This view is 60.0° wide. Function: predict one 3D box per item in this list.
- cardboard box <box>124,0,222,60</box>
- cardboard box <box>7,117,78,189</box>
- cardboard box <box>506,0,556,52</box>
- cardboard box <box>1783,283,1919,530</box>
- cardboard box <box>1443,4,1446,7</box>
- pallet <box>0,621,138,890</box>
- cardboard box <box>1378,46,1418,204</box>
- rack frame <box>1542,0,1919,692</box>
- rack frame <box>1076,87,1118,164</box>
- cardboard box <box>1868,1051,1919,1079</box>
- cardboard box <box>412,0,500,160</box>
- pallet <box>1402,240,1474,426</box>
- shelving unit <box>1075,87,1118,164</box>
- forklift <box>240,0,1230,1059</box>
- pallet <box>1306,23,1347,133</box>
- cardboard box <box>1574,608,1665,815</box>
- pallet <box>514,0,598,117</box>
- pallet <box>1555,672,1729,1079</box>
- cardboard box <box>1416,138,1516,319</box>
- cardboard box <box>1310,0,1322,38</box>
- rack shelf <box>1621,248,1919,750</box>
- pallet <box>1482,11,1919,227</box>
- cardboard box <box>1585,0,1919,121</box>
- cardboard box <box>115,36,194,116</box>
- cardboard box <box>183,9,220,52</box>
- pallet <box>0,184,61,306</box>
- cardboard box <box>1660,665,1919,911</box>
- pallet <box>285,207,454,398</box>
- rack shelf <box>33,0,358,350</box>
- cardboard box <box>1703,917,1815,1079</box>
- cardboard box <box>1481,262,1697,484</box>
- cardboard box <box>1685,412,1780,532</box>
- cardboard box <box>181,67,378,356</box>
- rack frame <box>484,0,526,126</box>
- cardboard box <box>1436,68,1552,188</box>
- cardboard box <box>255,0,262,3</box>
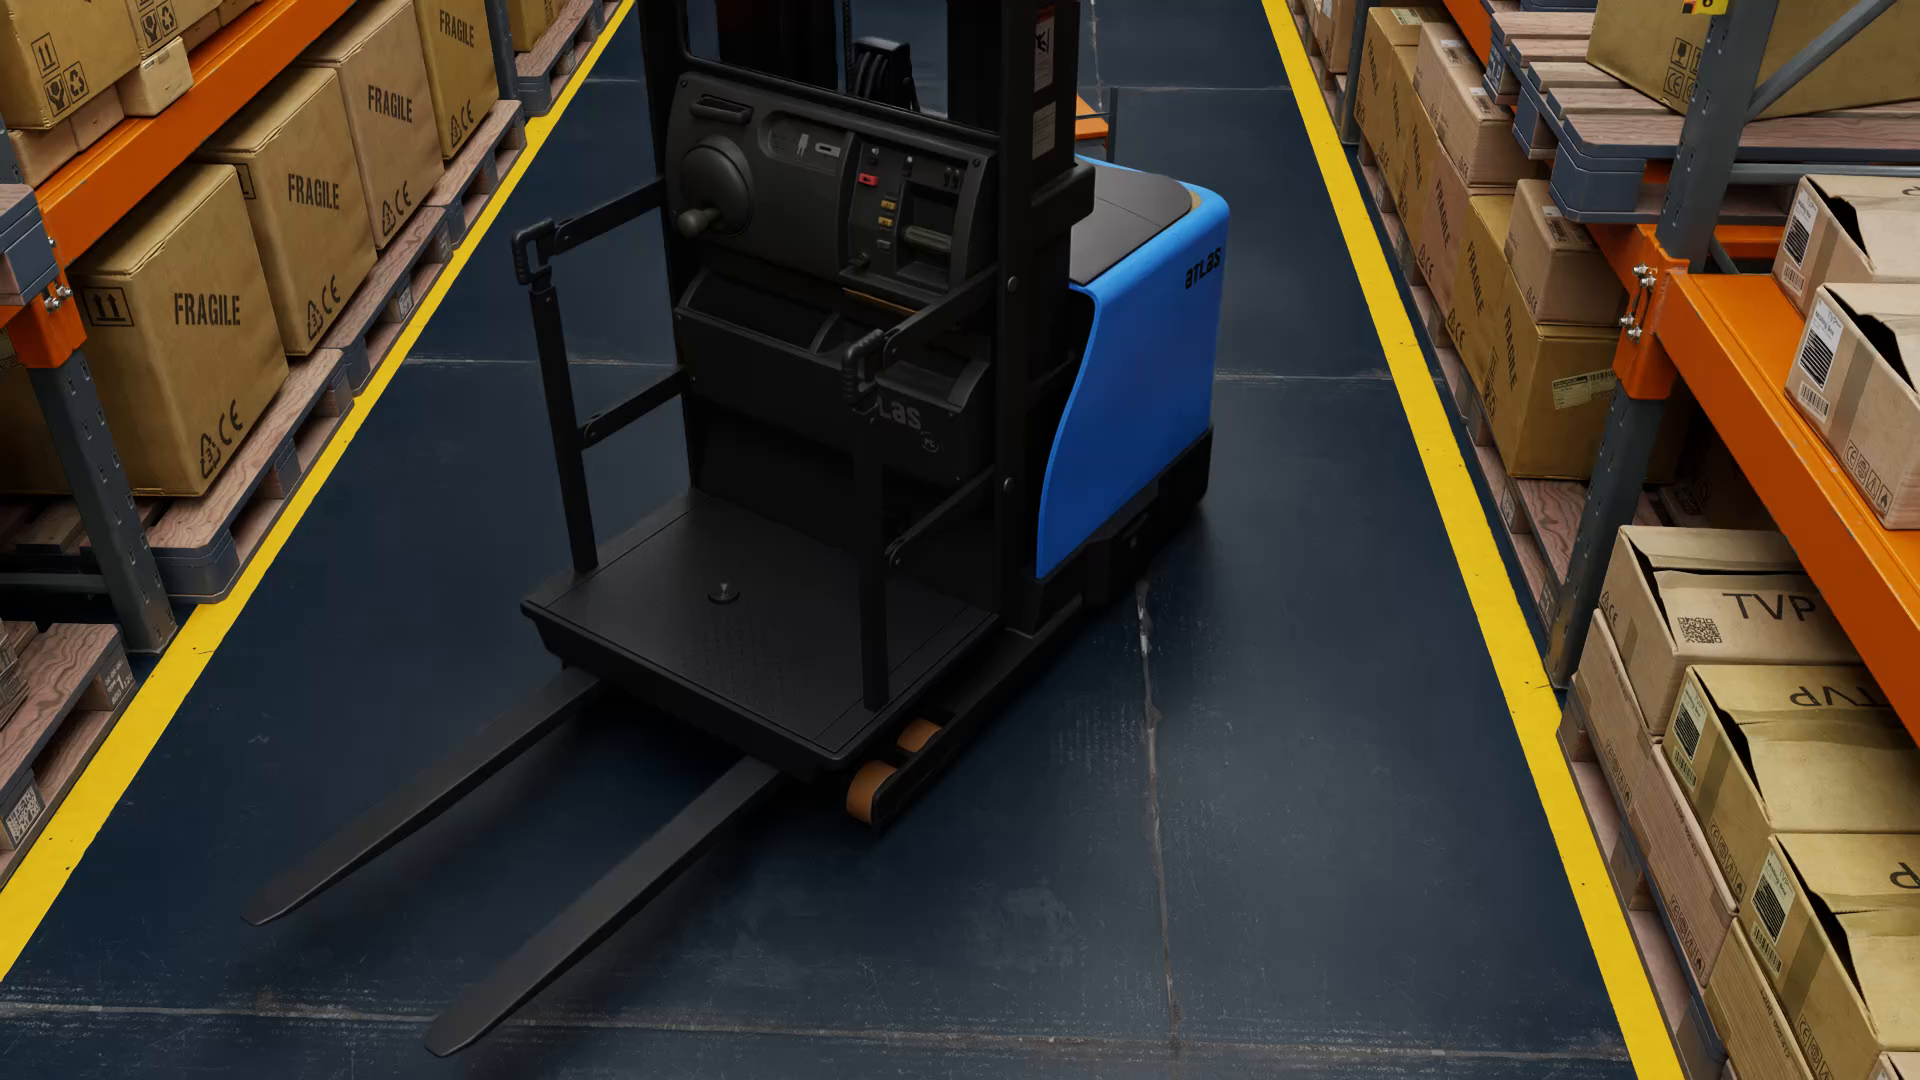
[{"bbox_3d":[-2.484,-1.684,4.675,0.500,0.500,0.500,2,35,3],"label":"cardboard box"},{"bbox_3d":[-2.545,-1.029,4.306,0.380,0.149,0.250,1,35,1],"label":"cardboard box"},{"bbox_3d":[-2.497,-2.814,8.454,0.700,0.500,0.500,2,35,2],"label":"cardboard box"},{"bbox_3d":[1.930,-0.281,3.119,0.500,0.311,0.500,1,35,1],"label":"cardboard box"},{"bbox_3d":[2.553,-2.441,8.071,0.500,0.311,0.500,1,35,2],"label":"cardboard box"},{"bbox_3d":[-2.823,0.650,4.141,1.003,0.211,1.213,1,35,2],"label":"pallet"},{"bbox_3d":[2.047,-1.704,6.857,0.500,0.500,0.500,2,35,3],"label":"cardboard box"},{"bbox_3d":[2.160,-0.827,3.818,1.000,3.000,0.127,1,35,2],"label":"rack frame"},{"bbox_3d":[0.374,-0.894,5.479,0.240,1.200,0.015,-10,36,-14],"label":"rack frame"},{"bbox_3d":[1.790,1.081,2.642,0.500,0.311,0.500,1,35,1],"label":"cardboard box"},{"bbox_3d":[-2.526,-2.153,7.210,0.750,0.750,0.750,2,35,2],"label":"cardboard box"},{"bbox_3d":[2.279,-0.813,6.224,1.003,0.211,1.213,1,35,2],"label":"pallet"},{"bbox_3d":[0.303,-1.028,5.670,0.258,1.200,0.503,-10,36,-14],"label":"shelving unit"},{"bbox_3d":[-0.457,-0.790,3.825,1.130,2.935,3.031,22,41,28],"label":"forklift"},{"bbox_3d":[2.349,-2.379,8.452,1.003,0.211,1.213,1,35,2],"label":"pallet"},{"bbox_3d":[1.845,0.420,4.070,0.500,0.250,0.500,1,35,2],"label":"cardboard box"},{"bbox_3d":[-2.521,-2.532,8.669,1.003,0.211,1.213,1,35,2],"label":"pallet"},{"bbox_3d":[2.088,0.786,3.948,1.003,0.211,1.213,1,35,2],"label":"pallet"},{"bbox_3d":[1.999,-1.126,6.035,0.500,0.500,0.500,0,35,0],"label":"cardboard box"},{"bbox_3d":[2.015,-2.690,8.565,0.380,0.149,0.250,1,35,2],"label":"cardboard box"},{"bbox_3d":[2.079,0.616,2.390,1.077,0.370,4.000,1,35,2],"label":"rack shelf"},{"bbox_3d":[2.117,-1.140,4.430,1.213,0.211,1.003,1,35,2],"label":"pallet"},{"bbox_3d":[2.072,-1.404,4.187,0.700,0.500,0.500,-10,36,-14],"label":"cardboard box"},{"bbox_3d":[-2.431,-1.324,4.726,0.380,0.149,0.250,2,35,3],"label":"cardboard box"},{"bbox_3d":[-2.543,-1.621,5.148,0.380,0.149,0.250,2,35,3],"label":"cardboard box"},{"bbox_3d":[-2.712,-0.449,3.447,1.213,0.211,1.003,1,35,2],"label":"pallet"},{"bbox_3d":[1.833,0.493,3.479,0.500,0.311,0.500,1,35,1],"label":"cardboard box"},{"bbox_3d":[-2.631,-0.949,6.417,1.003,0.211,1.213,1,35,2],"label":"pallet"},{"bbox_3d":[-2.710,-1.794,5.820,1.077,0.370,4.000,1,35,2],"label":"rack shelf"},{"bbox_3d":[1.811,1.008,3.234,0.500,0.250,0.500,0,35,1],"label":"cardboard box"},{"bbox_3d":[1.963,-0.527,5.183,0.500,0.500,0.500,3,35,4],"label":"cardboard box"},{"bbox_3d":[2.464,-0.239,4.773,0.500,0.500,0.500,3,35,4],"label":"cardboard box"},{"bbox_3d":[-2.588,-1.154,5.788,0.750,0.750,0.750,1,35,2],"label":"cardboard box"},{"bbox_3d":[-2.629,-3.238,7.248,1.000,3.000,0.127,1,35,2],"label":"rack frame"},{"bbox_3d":[1.998,-1.454,5.850,0.500,0.250,0.500,1,35,1],"label":"cardboard box"},{"bbox_3d":[-2.495,-1.910,5.560,0.380,0.149,0.250,2,35,2],"label":"cardboard box"}]
